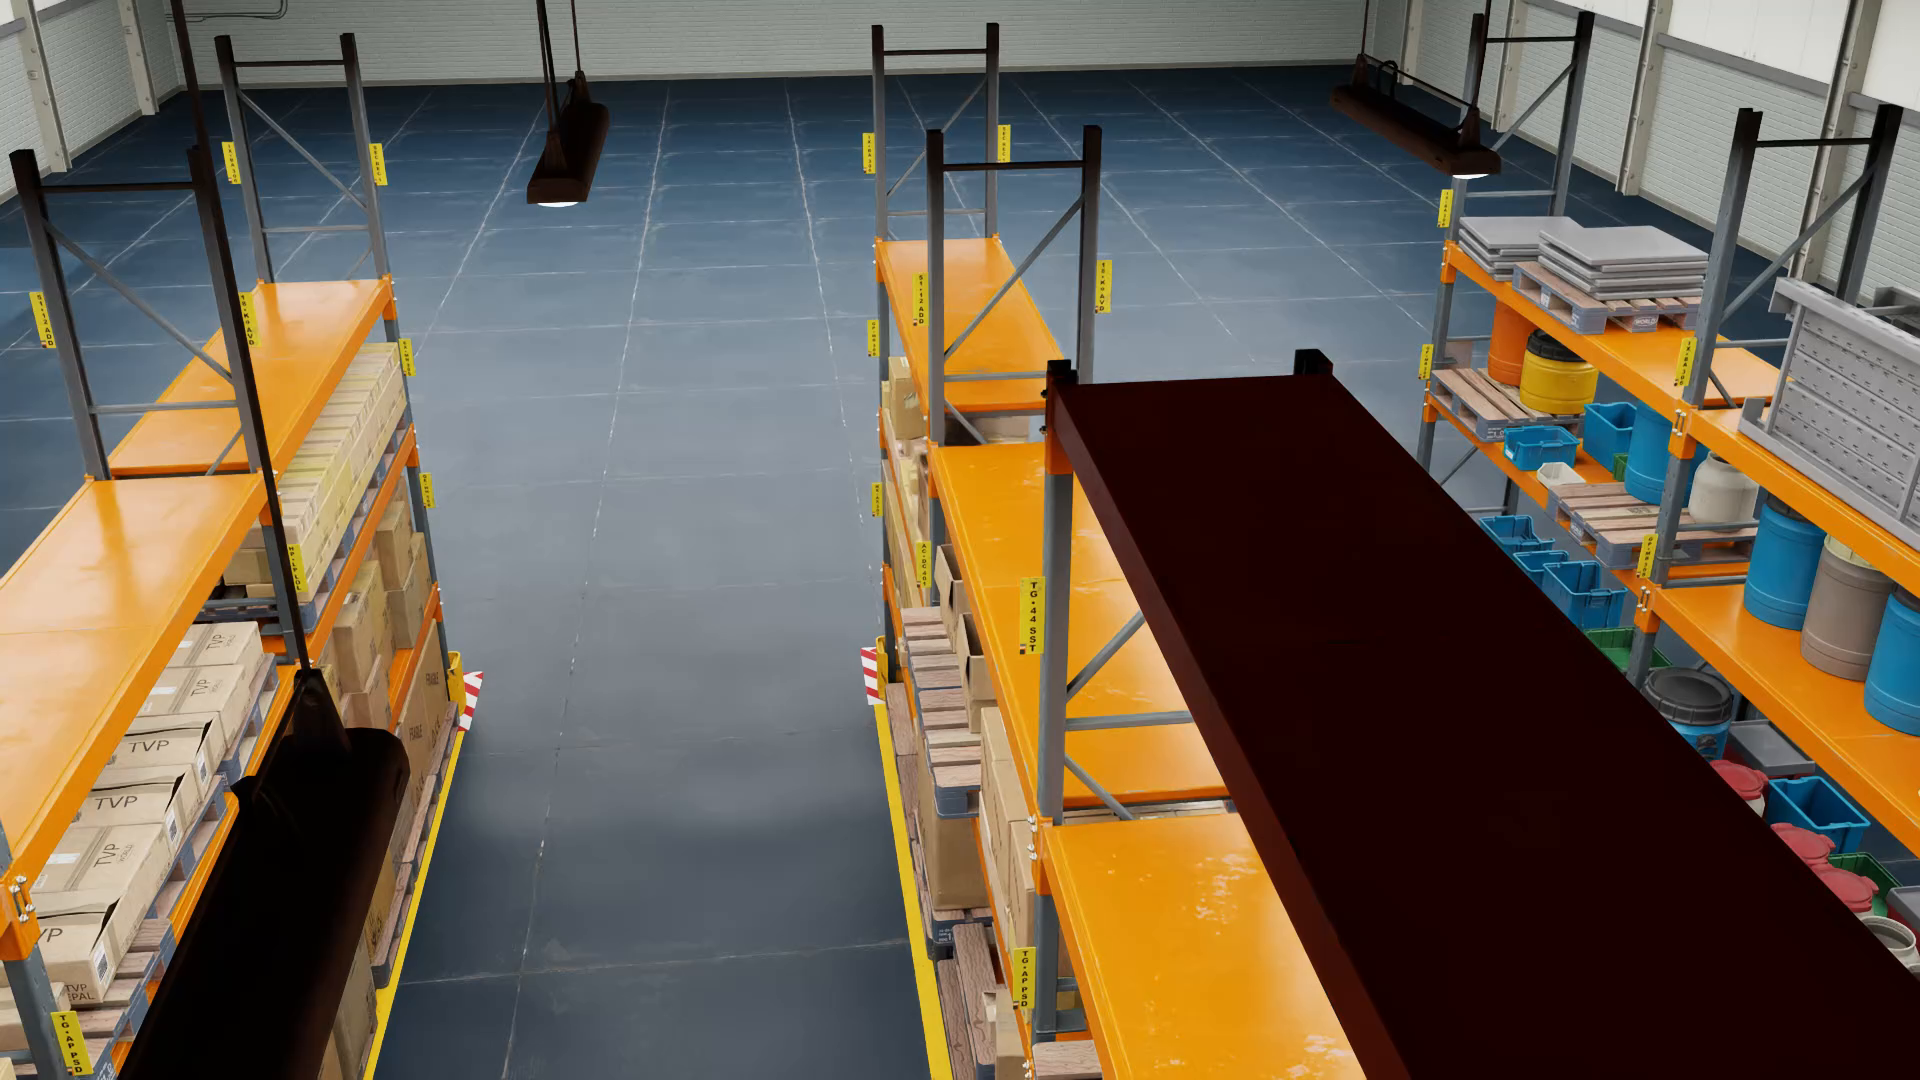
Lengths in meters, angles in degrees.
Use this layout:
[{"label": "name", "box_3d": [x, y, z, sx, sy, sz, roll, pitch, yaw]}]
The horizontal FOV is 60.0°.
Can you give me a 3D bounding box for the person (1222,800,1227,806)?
[{"label": "person", "box_3d": [1.687, 2.043, 12.185, 0.470, 1.738, 0.618, -12, 28, -23]}]
